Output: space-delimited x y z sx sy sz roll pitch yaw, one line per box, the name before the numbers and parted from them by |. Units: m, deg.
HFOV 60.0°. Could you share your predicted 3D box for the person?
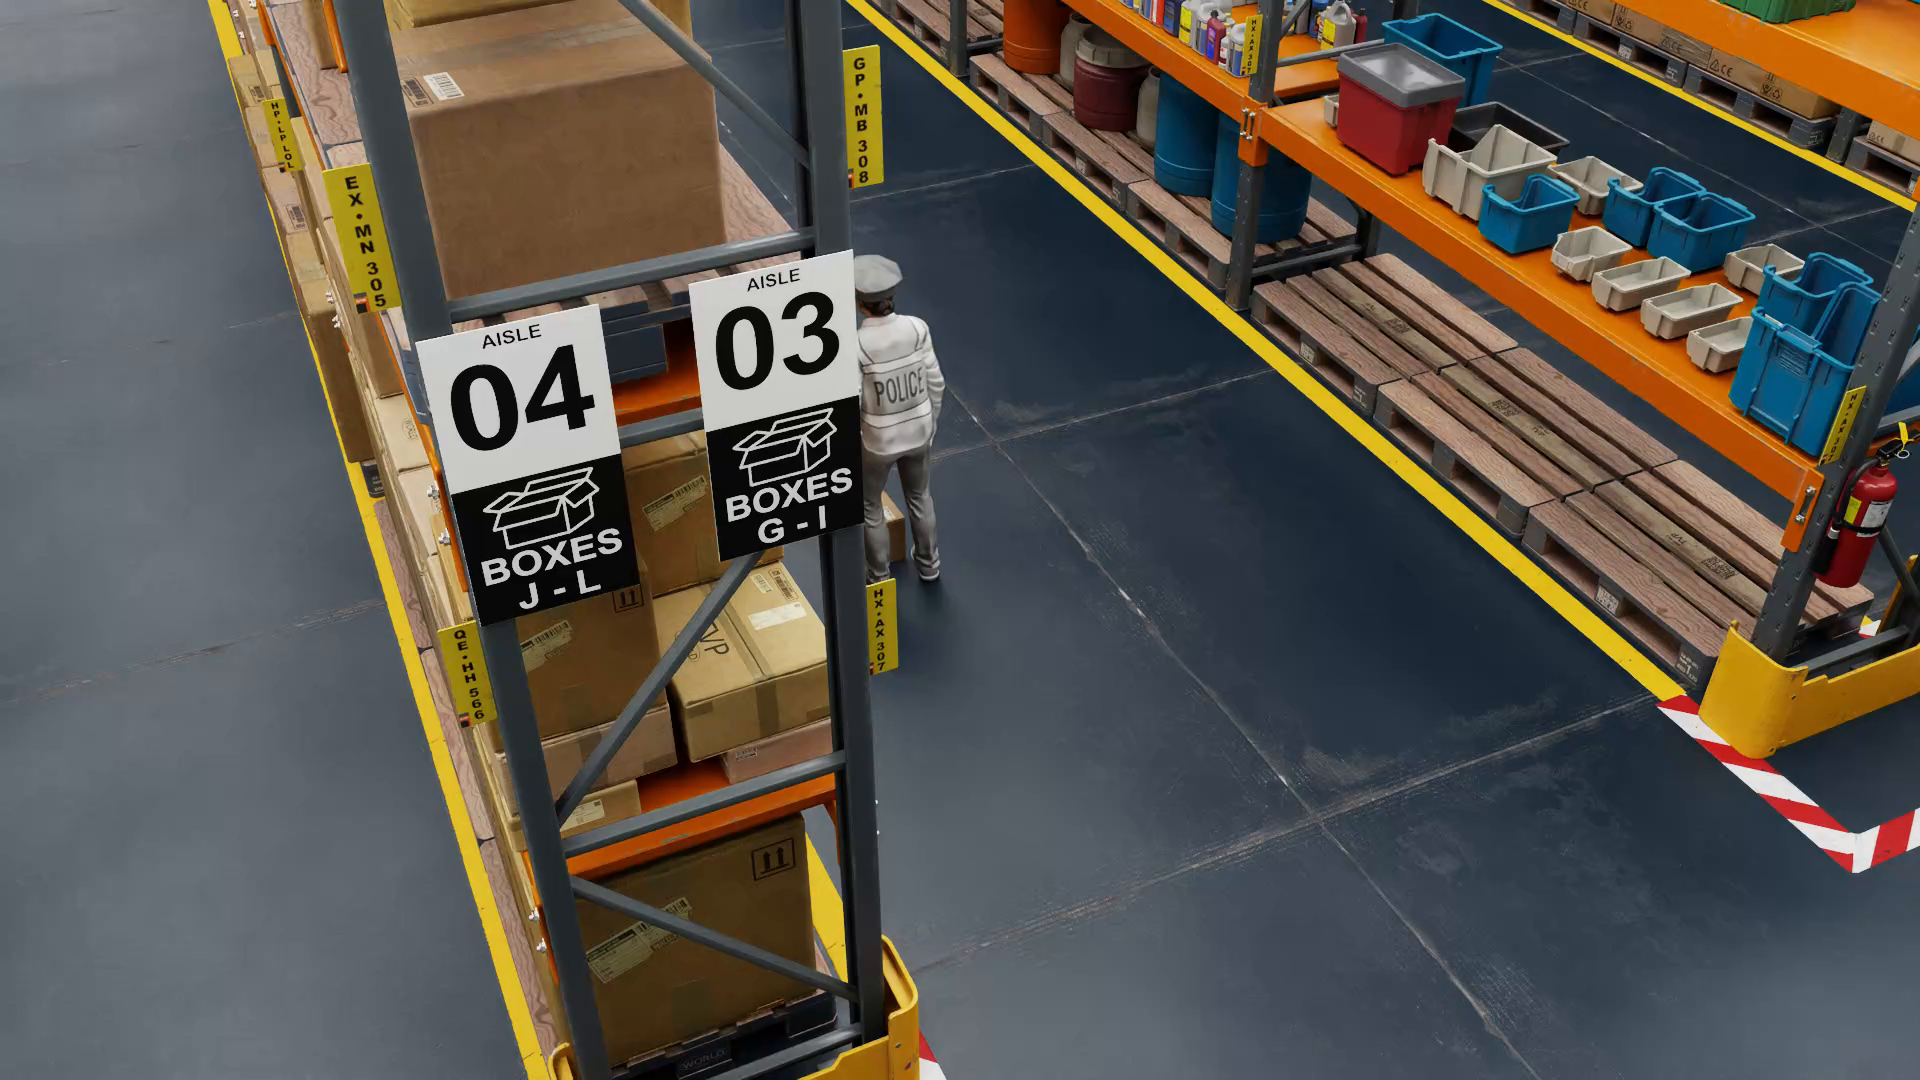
person | -0.322 -0.469 7.464 0.541 1.661 0.375 -18 41 -22
